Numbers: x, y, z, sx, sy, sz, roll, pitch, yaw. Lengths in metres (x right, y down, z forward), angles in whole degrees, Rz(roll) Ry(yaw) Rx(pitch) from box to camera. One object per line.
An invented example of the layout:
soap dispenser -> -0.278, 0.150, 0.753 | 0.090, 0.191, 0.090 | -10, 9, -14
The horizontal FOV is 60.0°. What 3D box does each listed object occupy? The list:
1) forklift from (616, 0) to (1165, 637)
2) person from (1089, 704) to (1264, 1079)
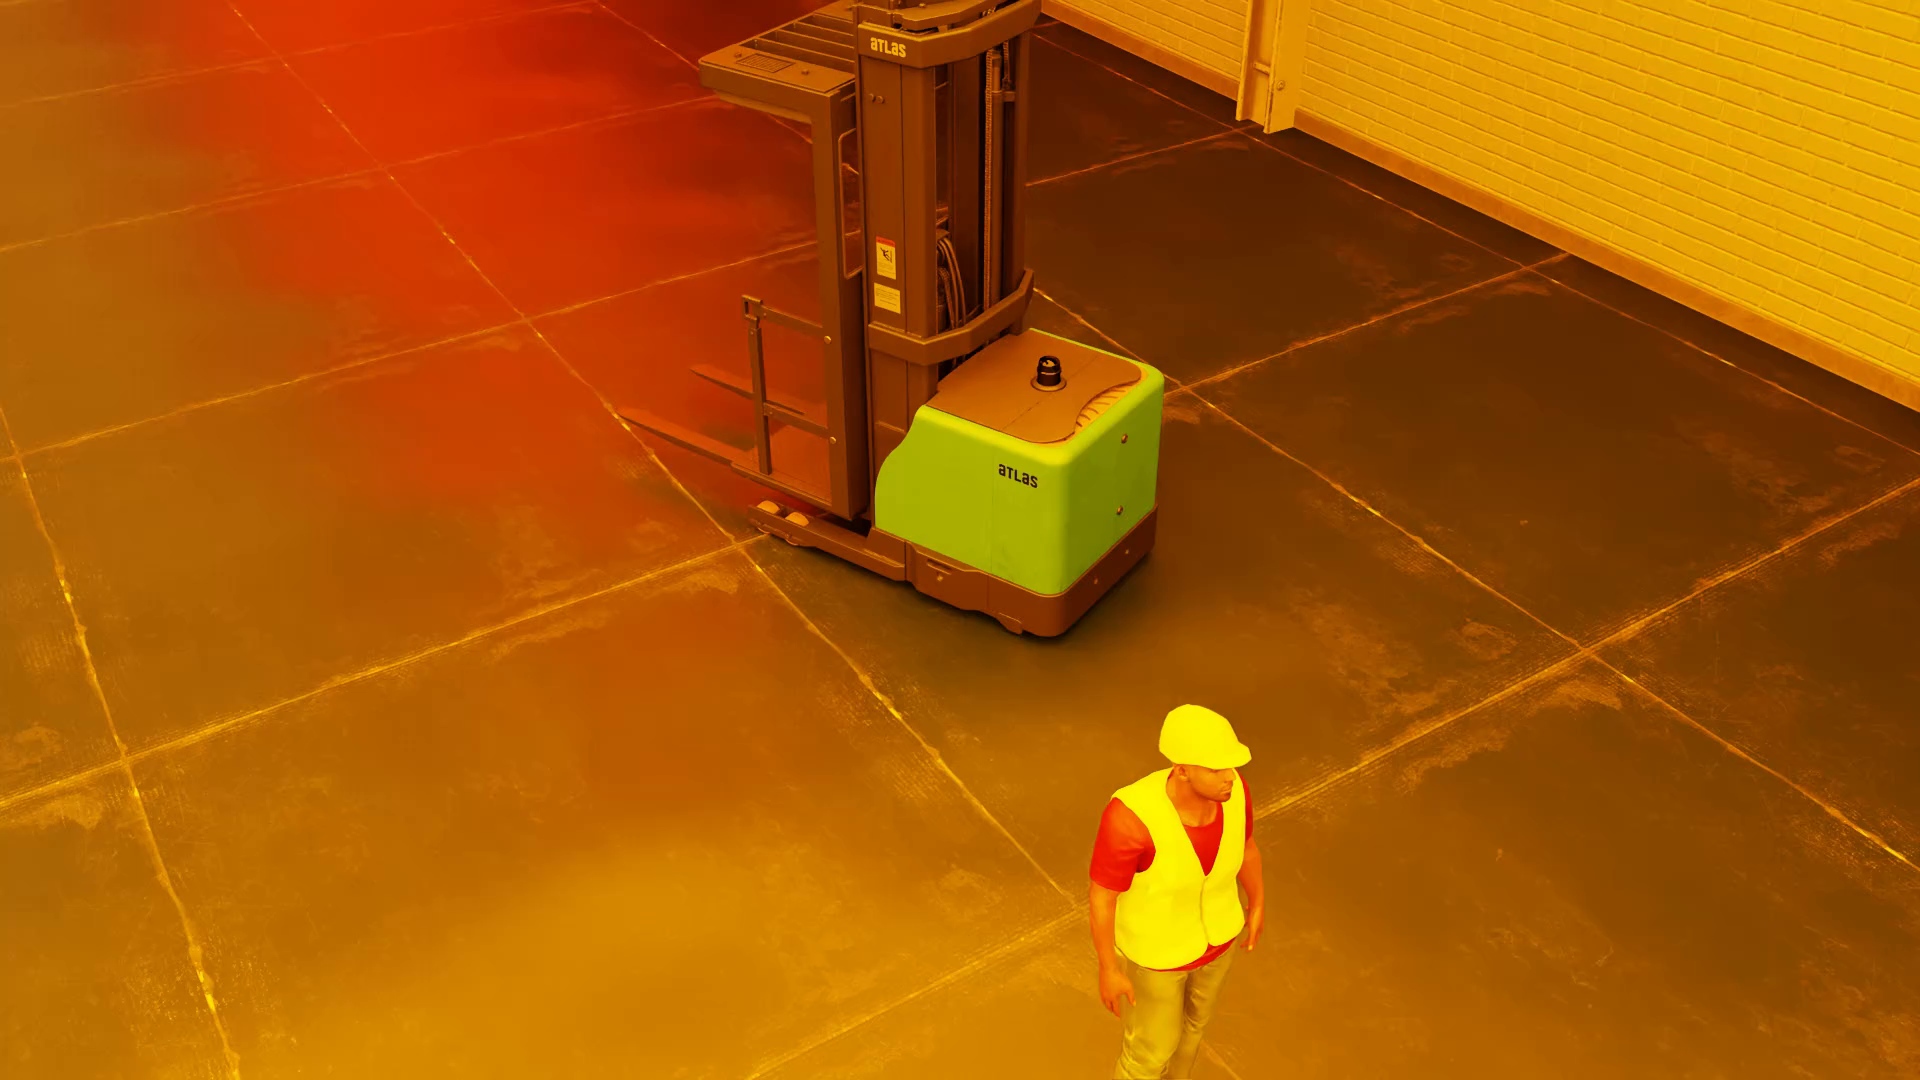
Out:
forklift -> -0.500, -1.399, 8.138 | 3.031, 2.935, 1.130 | 22, 41, 28
person -> 0.743, 1.307, 5.288 | 0.665, 1.768, 0.575 | -20, 40, -26
